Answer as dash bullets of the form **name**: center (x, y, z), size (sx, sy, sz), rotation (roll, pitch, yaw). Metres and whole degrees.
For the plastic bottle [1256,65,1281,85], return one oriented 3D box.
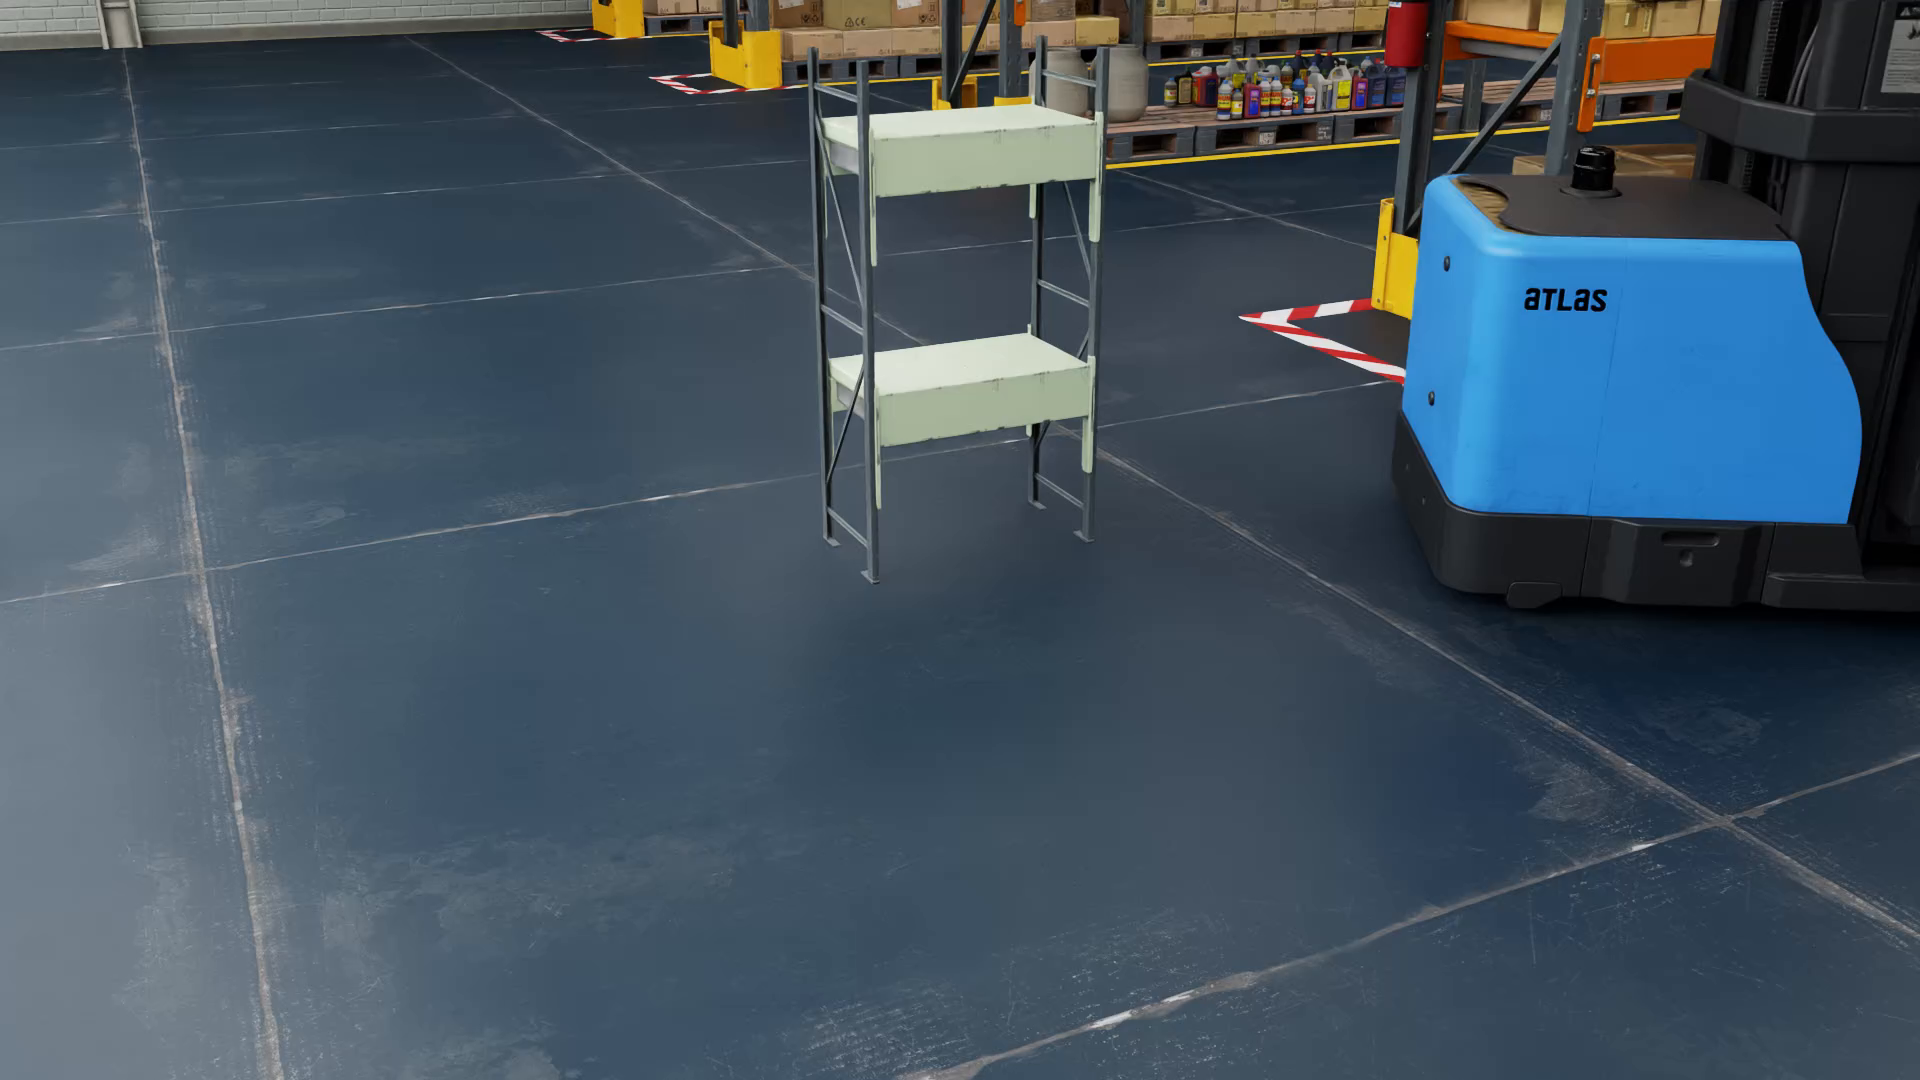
- **plastic bottle**: center (2.368, -3.507, 12.787), size (0.135, 0.276, 0.152), rotation (-10, 25, -24)

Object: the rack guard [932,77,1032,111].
- **rack guard**: center (0.186, -2.912, 11.632), size (0.348, 0.500, 1.175), rotation (-10, 25, -24)

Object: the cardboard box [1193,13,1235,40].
- **cardboard box**: center (2.529, -5.399, 17.417), size (0.500, 0.250, 0.500), rotation (-10, 24, -22)

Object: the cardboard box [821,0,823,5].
- **cardboard box**: center (-1.473, -6.979, 20.880), size (0.500, 0.500, 0.500), rotation (-12, 26, -28)

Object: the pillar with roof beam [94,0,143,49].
- **pillar with roof beam**: center (-7.443, -8.160, 13.197), size (0.400, 9.000, 9.100), rotation (-10, 25, -24)

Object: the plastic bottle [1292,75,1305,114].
- **plastic bottle**: center (2.488, -3.282, 12.248), size (0.097, 0.271, 0.097), rotation (0, 22, 0)

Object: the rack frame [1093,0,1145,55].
- **rack frame**: center (1.597, -6.410, 16.813), size (0.127, 3.000, 1.000), rotation (-10, 25, -24)

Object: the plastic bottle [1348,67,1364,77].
- **plastic bottle**: center (3.027, -3.456, 12.662), size (0.135, 0.276, 0.152), rotation (-10, 25, -24)

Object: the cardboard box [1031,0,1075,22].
- **cardboard box**: center (0.818, -5.449, 16.556), size (0.500, 0.500, 0.500), rotation (-10, 25, -24)

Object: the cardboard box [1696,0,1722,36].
- **cardboard box**: center (3.111, -2.252, 7.096), size (0.250, 0.149, 0.380), rotation (-10, 25, -24)

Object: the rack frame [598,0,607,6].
- **rack frame**: center (-4.159, -7.453, 19.332), size (0.127, 3.000, 1.000), rotation (-10, 25, -24)

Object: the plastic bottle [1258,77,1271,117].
- **plastic bottle**: center (2.215, -3.231, 12.126), size (0.097, 0.271, 0.097), rotation (0, 22, 0)

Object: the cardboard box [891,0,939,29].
- **cardboard box**: center (-0.533, -5.199, 15.954), size (0.500, 0.500, 0.500), rotation (-10, 25, -24)

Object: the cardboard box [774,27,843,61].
- **cardboard box**: center (-1.428, -4.682, 15.685), size (0.500, 0.250, 0.500), rotation (-10, 25, -24)

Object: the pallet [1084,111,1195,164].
- **pallet**: center (0.920, -2.912, 12.008), size (1.213, 0.211, 1.003), rotation (-10, 25, -24)

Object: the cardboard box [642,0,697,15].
- **cardboard box**: center (-3.497, -6.497, 19.965), size (0.500, 0.311, 0.500), rotation (-14, 26, -30)

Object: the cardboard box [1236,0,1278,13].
- **cardboard box**: center (2.996, -5.743, 17.514), size (0.500, 0.311, 0.500), rotation (-11, 25, -25)

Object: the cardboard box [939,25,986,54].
- **cardboard box**: center (-0.075, -4.930, 16.285), size (0.500, 0.250, 0.500), rotation (-10, 25, -24)

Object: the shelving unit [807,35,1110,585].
- **shelving unit**: center (-0.006, -0.692, 4.960), size (0.755, 1.500, 0.431), rotation (-10, 25, -24)

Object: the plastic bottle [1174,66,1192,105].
- **plastic bottle**: center (1.700, -3.468, 12.683), size (0.133, 0.283, 0.061), rotation (-10, 24, -22)

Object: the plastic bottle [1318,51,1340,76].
- **plastic bottle**: center (2.897, -3.641, 13.012), size (0.185, 0.351, 0.144), rotation (-10, 25, -24)

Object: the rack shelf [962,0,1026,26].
- **rack shelf**: center (1.940, -4.038, 12.023), size (4.000, 0.370, 1.077), rotation (-10, 25, -24)

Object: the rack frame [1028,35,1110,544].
- **rack frame**: center (0.324, -0.753, 5.107), size (0.023, 1.500, 0.400), rotation (-10, 25, -24)

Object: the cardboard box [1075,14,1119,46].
- **cardboard box**: center (1.274, -5.181, 16.890), size (0.500, 0.250, 0.500), rotation (-10, 25, -24)

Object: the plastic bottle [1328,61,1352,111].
- **plastic bottle**: center (2.822, -3.390, 12.405), size (0.185, 0.351, 0.144), rotation (-11, 25, -24)

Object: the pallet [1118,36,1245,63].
- **pallet**: center (2.244, -5.257, 17.674), size (1.213, 0.211, 1.003), rotation (-10, 25, -24)

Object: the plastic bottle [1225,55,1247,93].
- **plastic bottle**: center (2.114, -3.558, 12.811), size (0.185, 0.351, 0.144), rotation (-9, 24, -21)

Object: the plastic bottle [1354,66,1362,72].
- **plastic bottle**: center (3.173, -3.694, 13.335), size (0.097, 0.201, 0.097), rotation (0, 22, 0)

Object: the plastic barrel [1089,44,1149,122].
- **plastic barrel**: center (1.149, -3.302, 12.008), size (0.421, 0.512, 0.421), rotation (0, 22, 0)

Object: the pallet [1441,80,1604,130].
- **pallet**: center (4.432, -3.557, 13.567), size (1.213, 0.211, 1.003), rotation (-10, 25, -24)

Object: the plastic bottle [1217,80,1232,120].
- **plastic bottle**: center (1.906, -3.174, 11.989), size (0.097, 0.271, 0.097), rotation (0, 22, 0)

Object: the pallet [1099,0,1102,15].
- **pallet**: center (1.247, -7.161, 22.274), size (1.213, 0.211, 1.003), rotation (-10, 25, -24)

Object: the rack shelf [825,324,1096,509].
- **rack shelf**: center (-0.006, -0.391, 5.085), size (0.720, 0.370, 0.431), rotation (-10, 25, -24)

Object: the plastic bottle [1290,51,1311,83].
- **plastic bottle**: center (2.664, -3.659, 13.056), size (0.185, 0.351, 0.144), rotation (-12, 25, -26)

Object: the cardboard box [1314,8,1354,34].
- **cardboard box**: center (3.915, -5.656, 18.039), size (0.500, 0.250, 0.500), rotation (-10, 24, -22)

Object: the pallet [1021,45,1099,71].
- **pallet**: center (0.862, -5.004, 17.062), size (1.213, 0.211, 1.003), rotation (-10, 25, -24)

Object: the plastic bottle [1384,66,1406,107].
- **plastic bottle**: center (3.286, -3.475, 12.612), size (0.185, 0.351, 0.144), rotation (-11, 25, -25)

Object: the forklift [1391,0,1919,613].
- **forklift**: center (2.917, -1.290, 4.534), size (3.031, 2.935, 1.130), rotation (2, 23, 5)

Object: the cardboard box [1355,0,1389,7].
- **cardboard box**: center (4.370, -5.996, 18.125), size (0.500, 0.311, 0.500), rotation (-11, 25, -24)

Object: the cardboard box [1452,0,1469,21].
- **cardboard box**: center (5.735, -6.098, 18.754), size (0.500, 0.500, 0.500), rotation (-9, 24, -21)
